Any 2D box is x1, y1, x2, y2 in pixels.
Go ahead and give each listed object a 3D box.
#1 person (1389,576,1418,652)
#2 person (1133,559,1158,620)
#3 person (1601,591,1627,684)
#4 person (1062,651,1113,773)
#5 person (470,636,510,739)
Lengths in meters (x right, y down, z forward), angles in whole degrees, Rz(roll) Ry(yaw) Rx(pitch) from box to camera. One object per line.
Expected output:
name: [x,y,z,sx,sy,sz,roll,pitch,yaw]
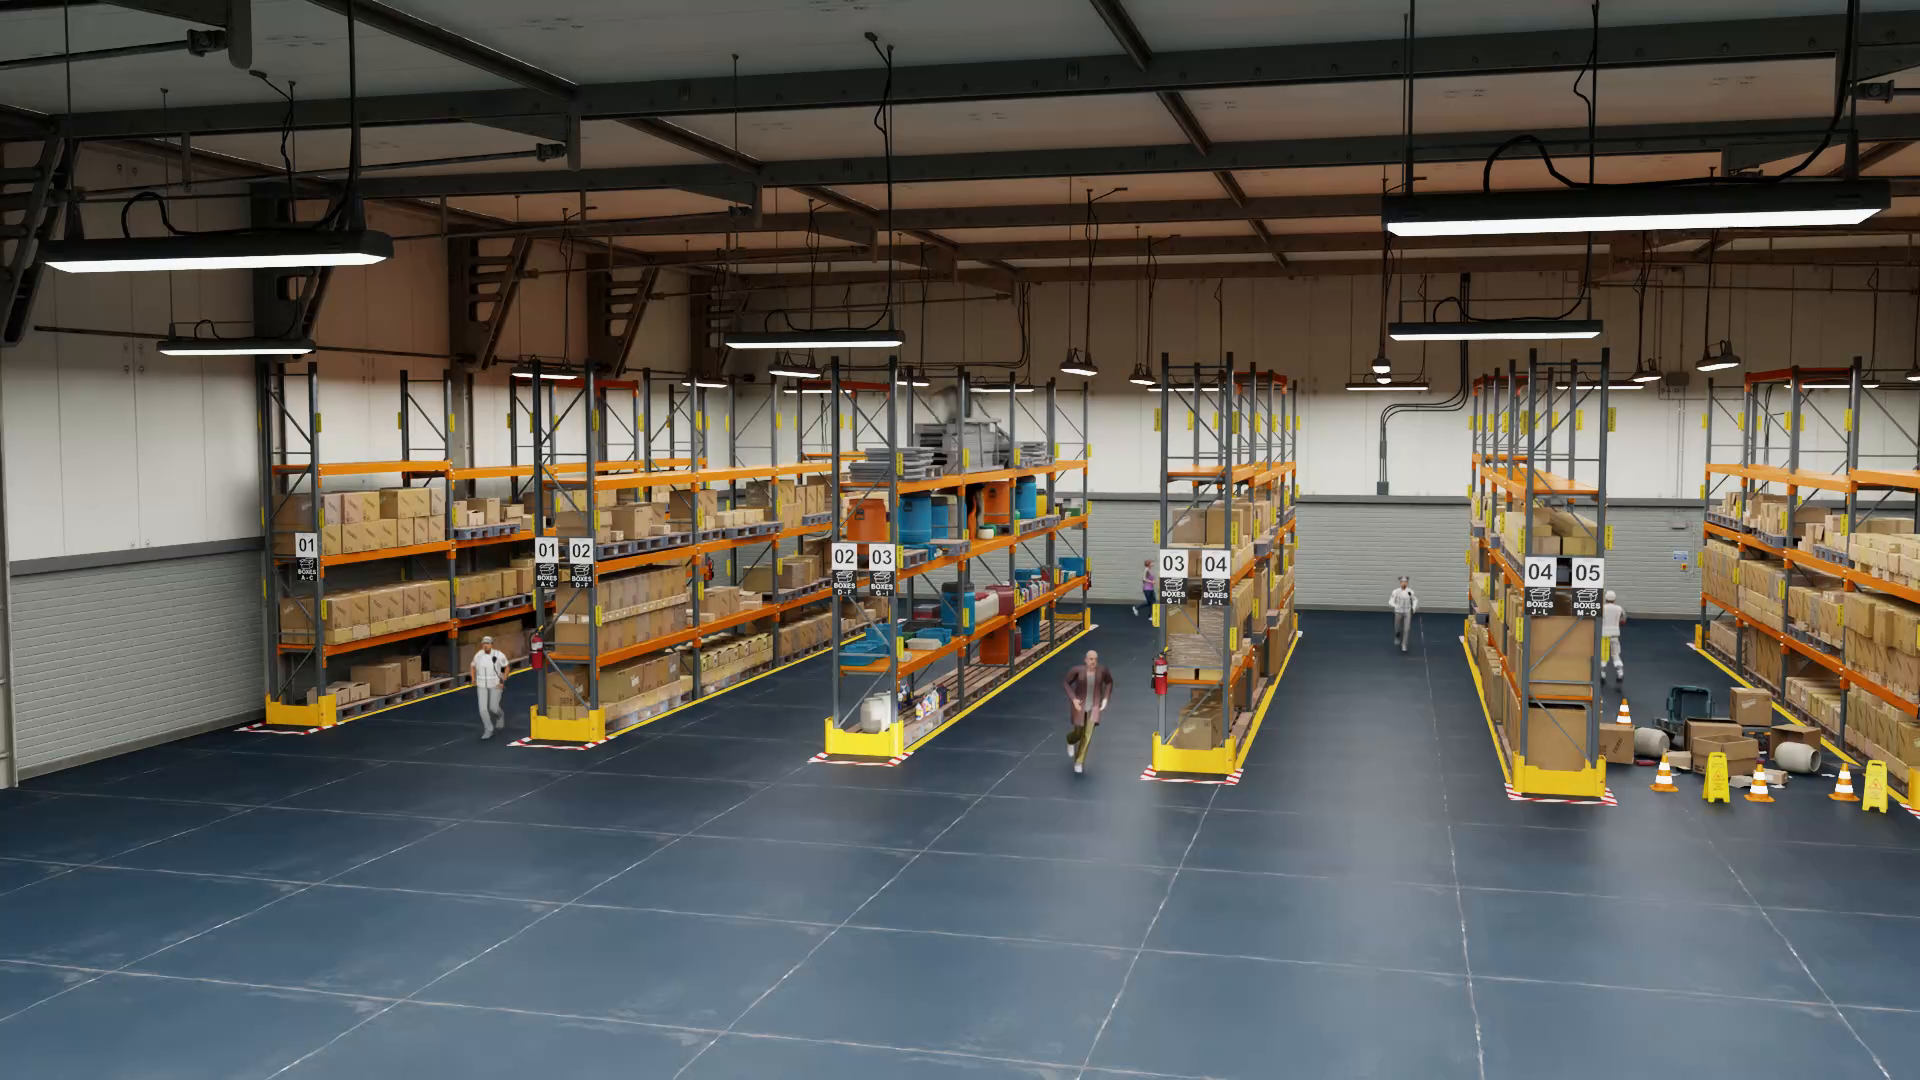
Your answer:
person: [9.756,1.600,36.562,0.625,1.654,0.723,1,4,10]
person: [4.722,1.300,42.099,0.696,1.475,0.553,2,4,26]
person: [12.348,1.882,31.640,0.674,1.826,0.938,1,4,10]
person: [1.853,2.448,24.214,0.749,1.733,0.959,-1,4,-9]
person: [-7.515,2.333,26.583,0.628,1.633,0.589,0,4,0]
